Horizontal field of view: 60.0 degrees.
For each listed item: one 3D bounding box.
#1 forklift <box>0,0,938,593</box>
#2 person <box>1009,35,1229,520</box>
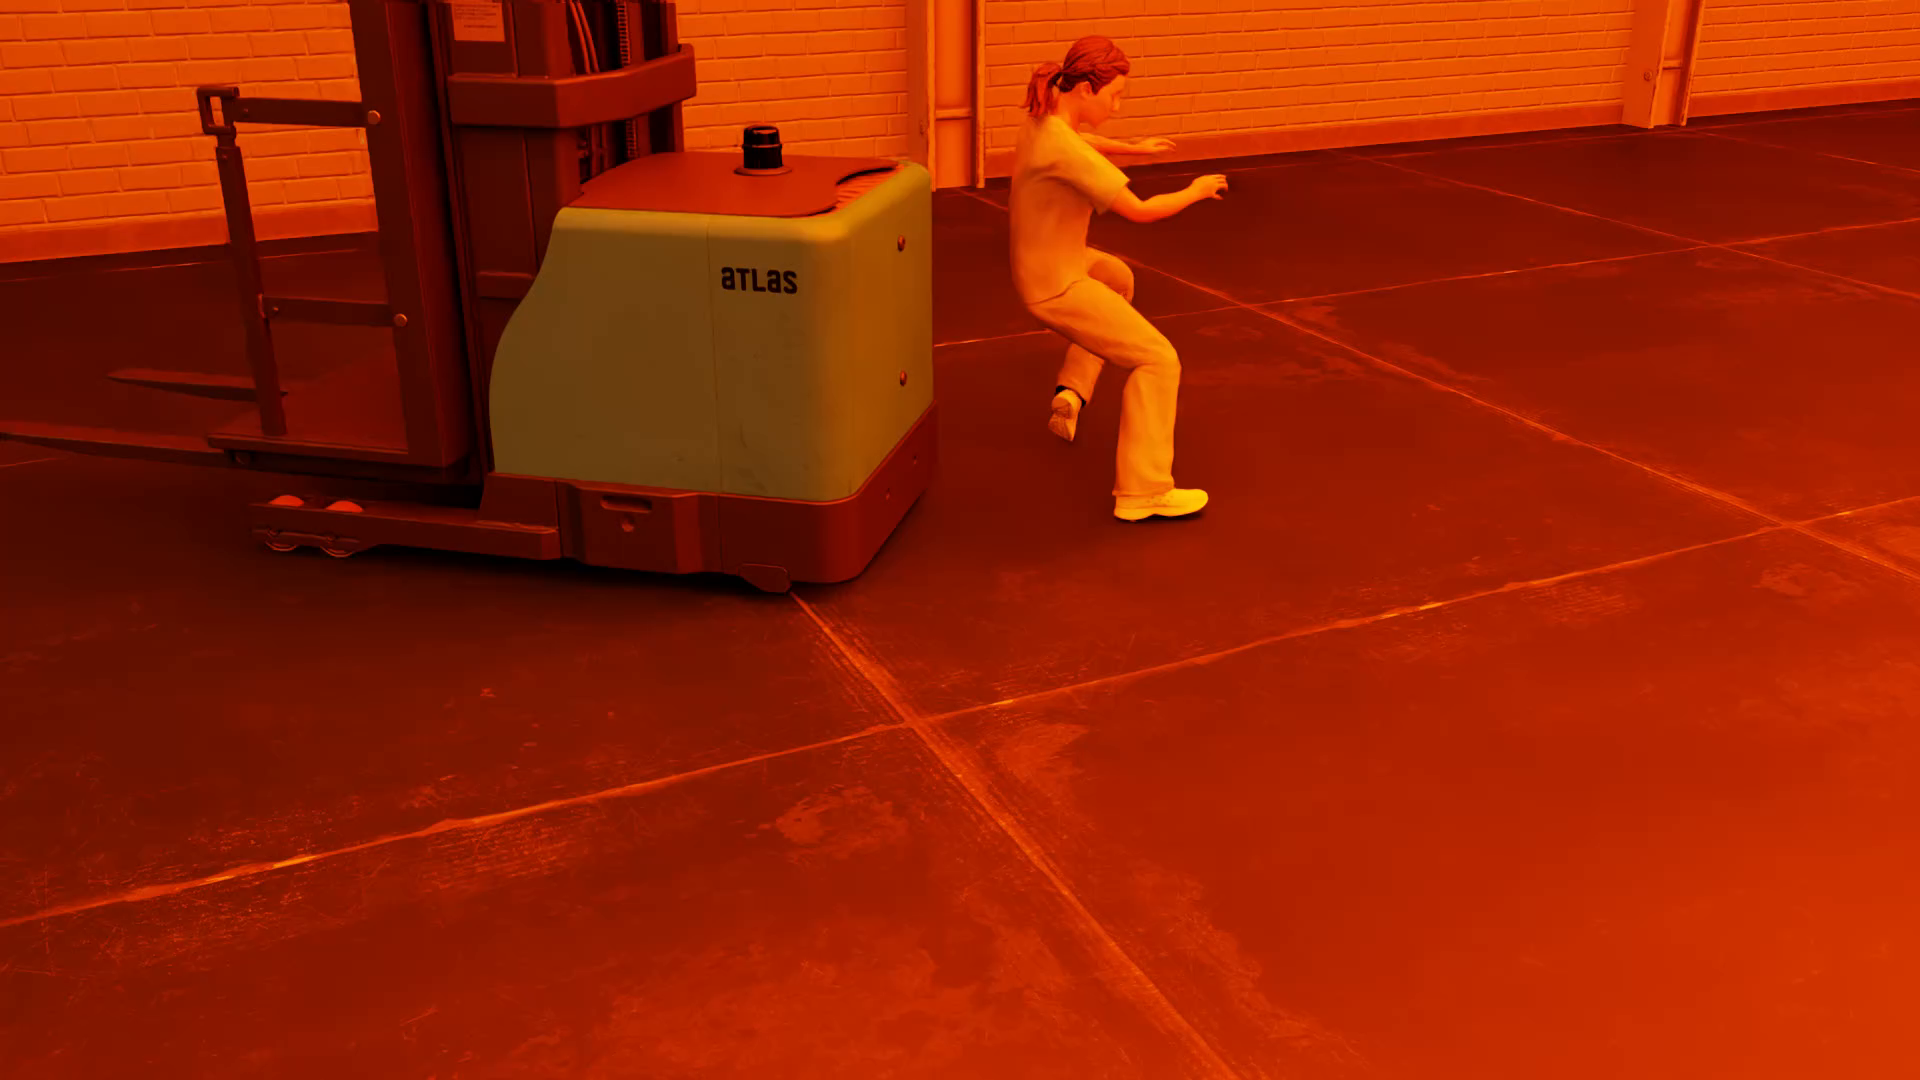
[{"bbox_3d":[-1.648,-1.491,4.875,3.031,2.935,1.130,5,23,13],"label":"forklift"},{"bbox_3d":[0.505,-0.887,5.391,0.685,1.450,0.955,-2,23,-4],"label":"person"}]
